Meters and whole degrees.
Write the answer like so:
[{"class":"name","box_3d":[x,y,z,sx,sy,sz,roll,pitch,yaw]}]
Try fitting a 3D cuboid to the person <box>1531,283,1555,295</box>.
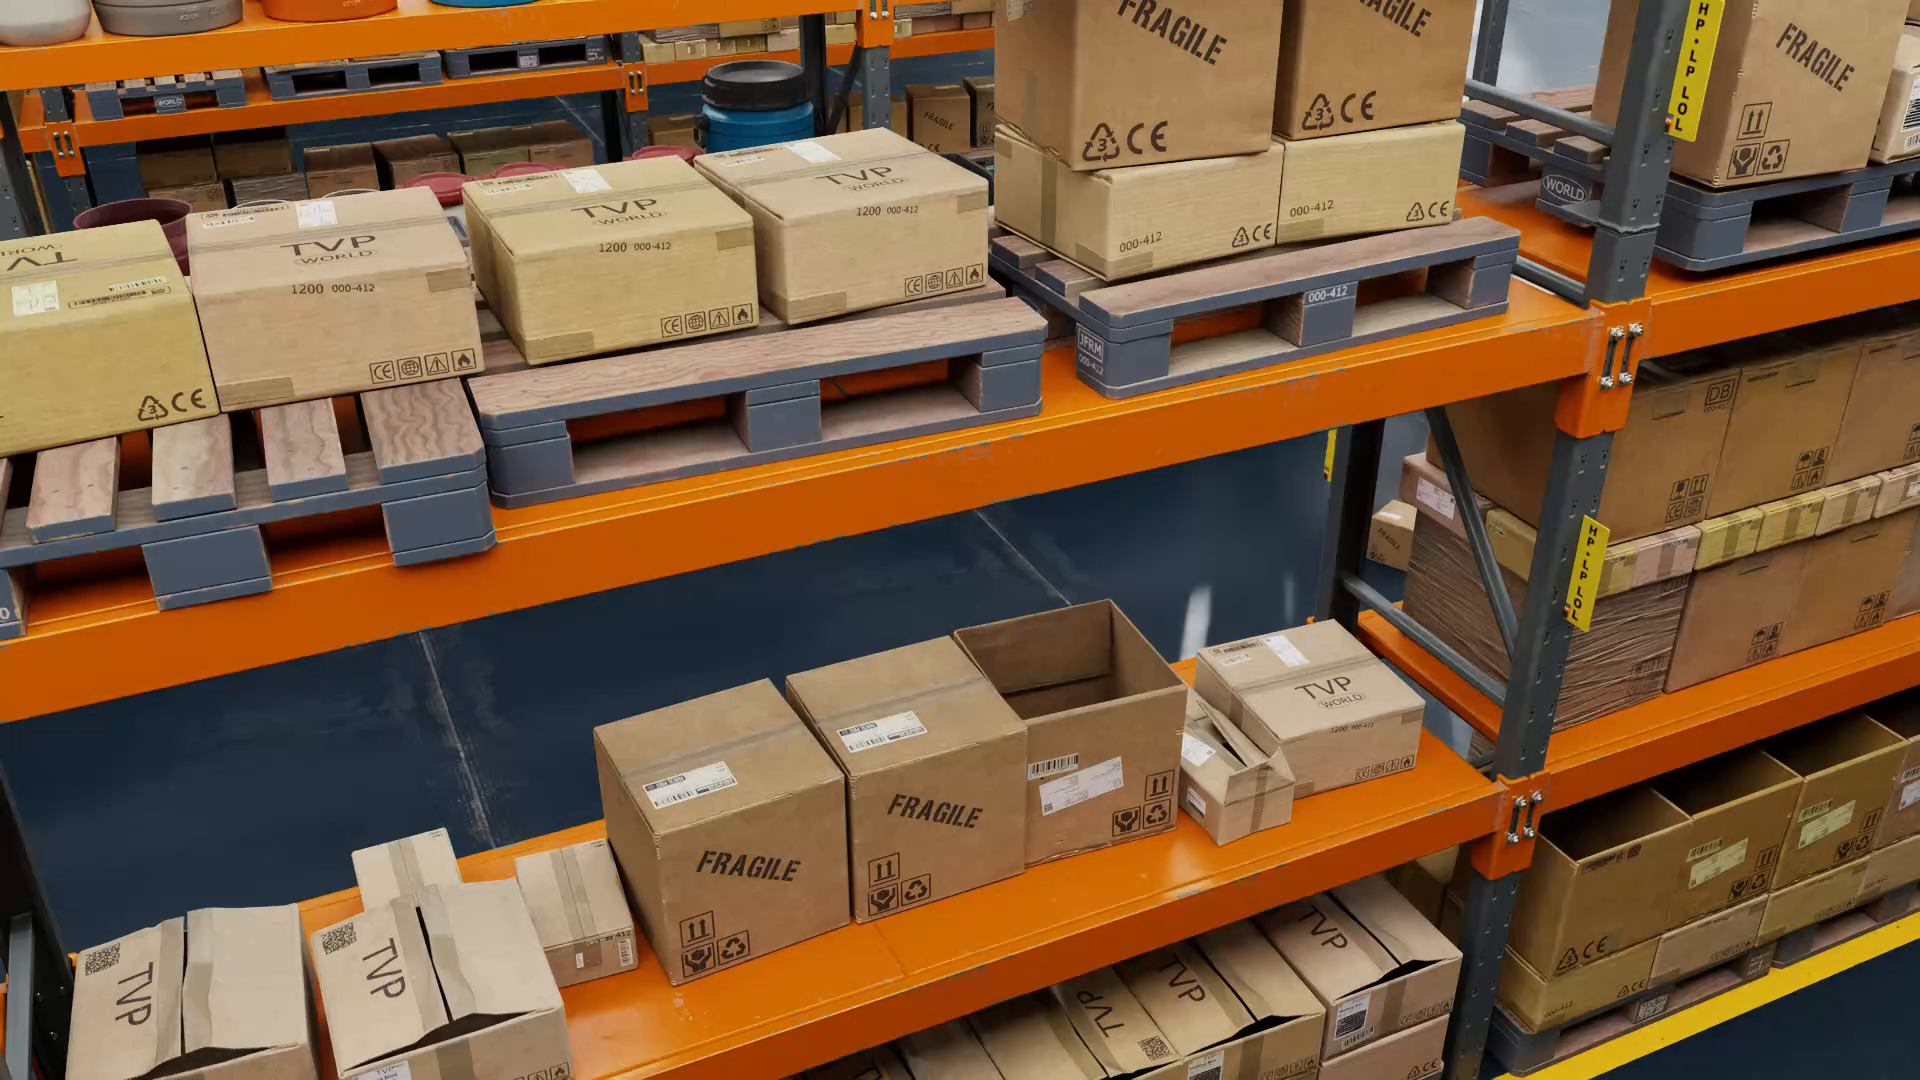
[{"class":"person","box_3d":[3.501,-1.367,9.564,1.038,1.747,0.603,-22,36,-34]}]
